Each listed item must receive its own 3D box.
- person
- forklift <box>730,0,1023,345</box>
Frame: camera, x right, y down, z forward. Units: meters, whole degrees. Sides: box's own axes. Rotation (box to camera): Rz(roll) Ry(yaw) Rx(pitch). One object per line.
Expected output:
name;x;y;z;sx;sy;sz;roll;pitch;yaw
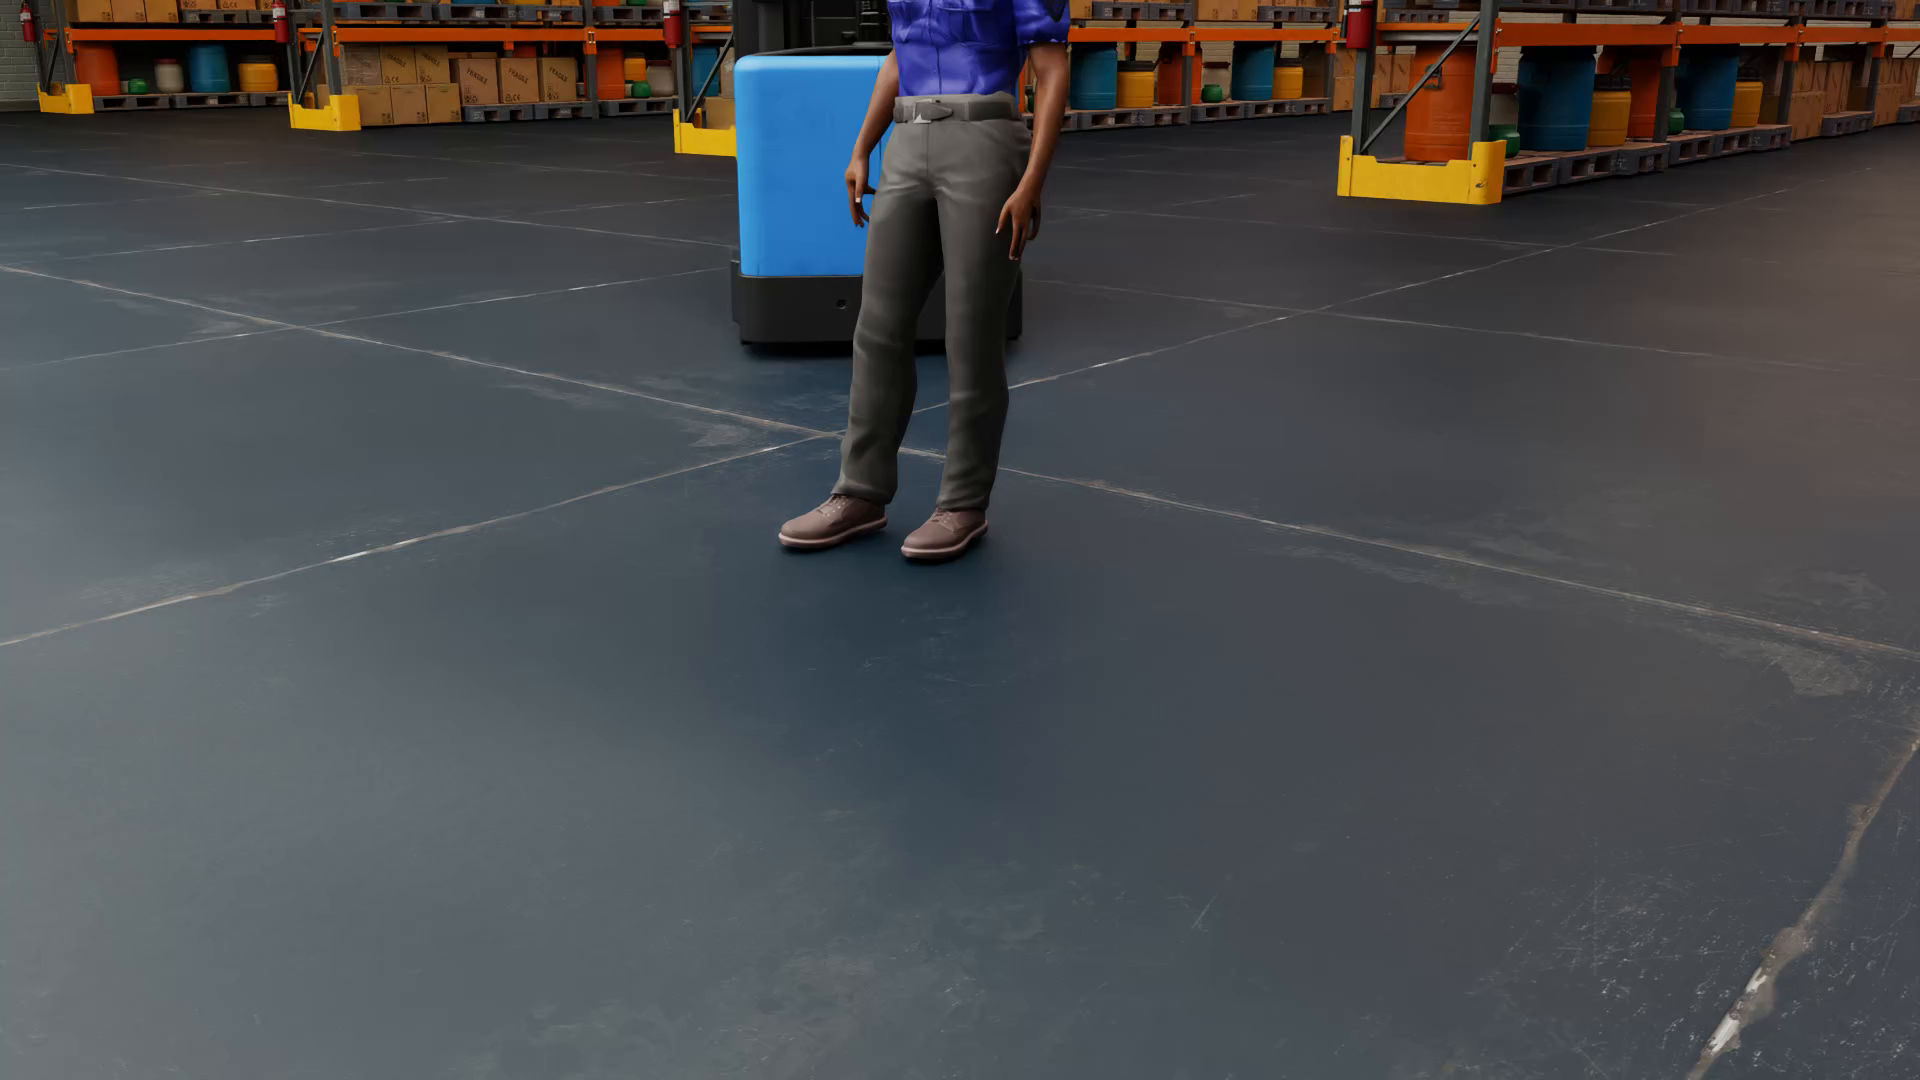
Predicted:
person;-0.071;-0.782;3.647;0.570;1.654;0.504;13;21;37
forklift;-0.433;-2.502;7.138;1.130;2.935;3.031;-2;17;-6
